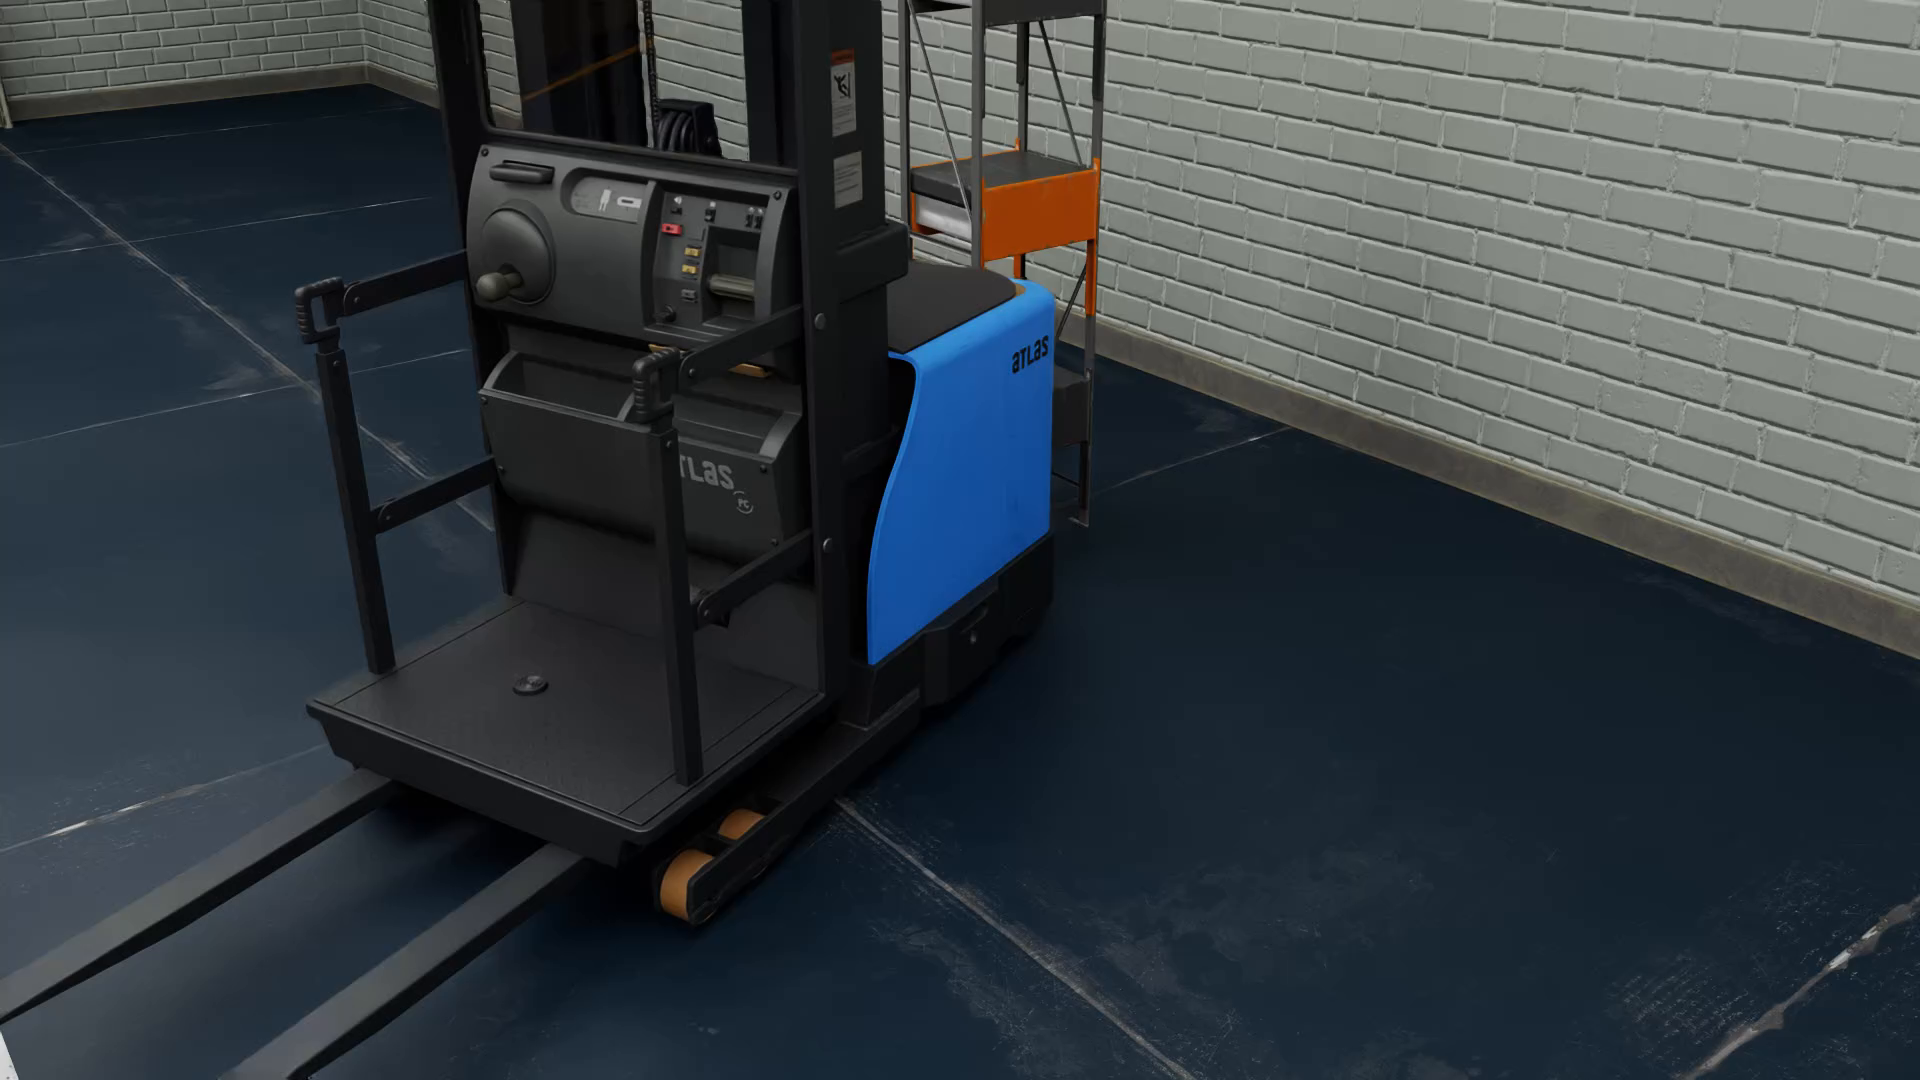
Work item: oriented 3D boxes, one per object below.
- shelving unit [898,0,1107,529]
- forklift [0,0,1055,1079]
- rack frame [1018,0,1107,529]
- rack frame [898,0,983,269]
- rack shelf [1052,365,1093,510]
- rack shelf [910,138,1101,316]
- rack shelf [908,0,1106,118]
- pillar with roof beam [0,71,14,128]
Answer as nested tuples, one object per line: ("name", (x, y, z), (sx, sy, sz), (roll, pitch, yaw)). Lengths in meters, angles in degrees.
("shelving unit", (0.130, -0.995, 5.401), (0.503, 2.100, 0.431), (-18, 31, -34))
("forklift", (-0.896, -0.667, 3.705), (1.130, 2.935, 3.031), (14, 28, 28))
("rack frame", (0.322, -1.059, 5.537), (0.015, 2.100, 0.400), (-18, 31, -34))
("rack frame", (-0.062, -0.932, 5.264), (0.015, 2.100, 0.400), (-18, 31, -34))
("rack shelf", (0.130, -0.348, 5.701), (0.480, 0.518, 0.431), (-18, 31, -34))
("rack shelf", (0.130, -0.983, 5.406), (0.480, 0.518, 0.431), (-18, 31, -34))
("rack shelf", (0.130, -1.618, 5.112), (0.480, 0.518, 0.431), (-18, 31, -34))
("pillar with roof beam", (-4.621, -5.717, 7.380), (0.400, 9.000, 9.100), (-18, 31, -34))
